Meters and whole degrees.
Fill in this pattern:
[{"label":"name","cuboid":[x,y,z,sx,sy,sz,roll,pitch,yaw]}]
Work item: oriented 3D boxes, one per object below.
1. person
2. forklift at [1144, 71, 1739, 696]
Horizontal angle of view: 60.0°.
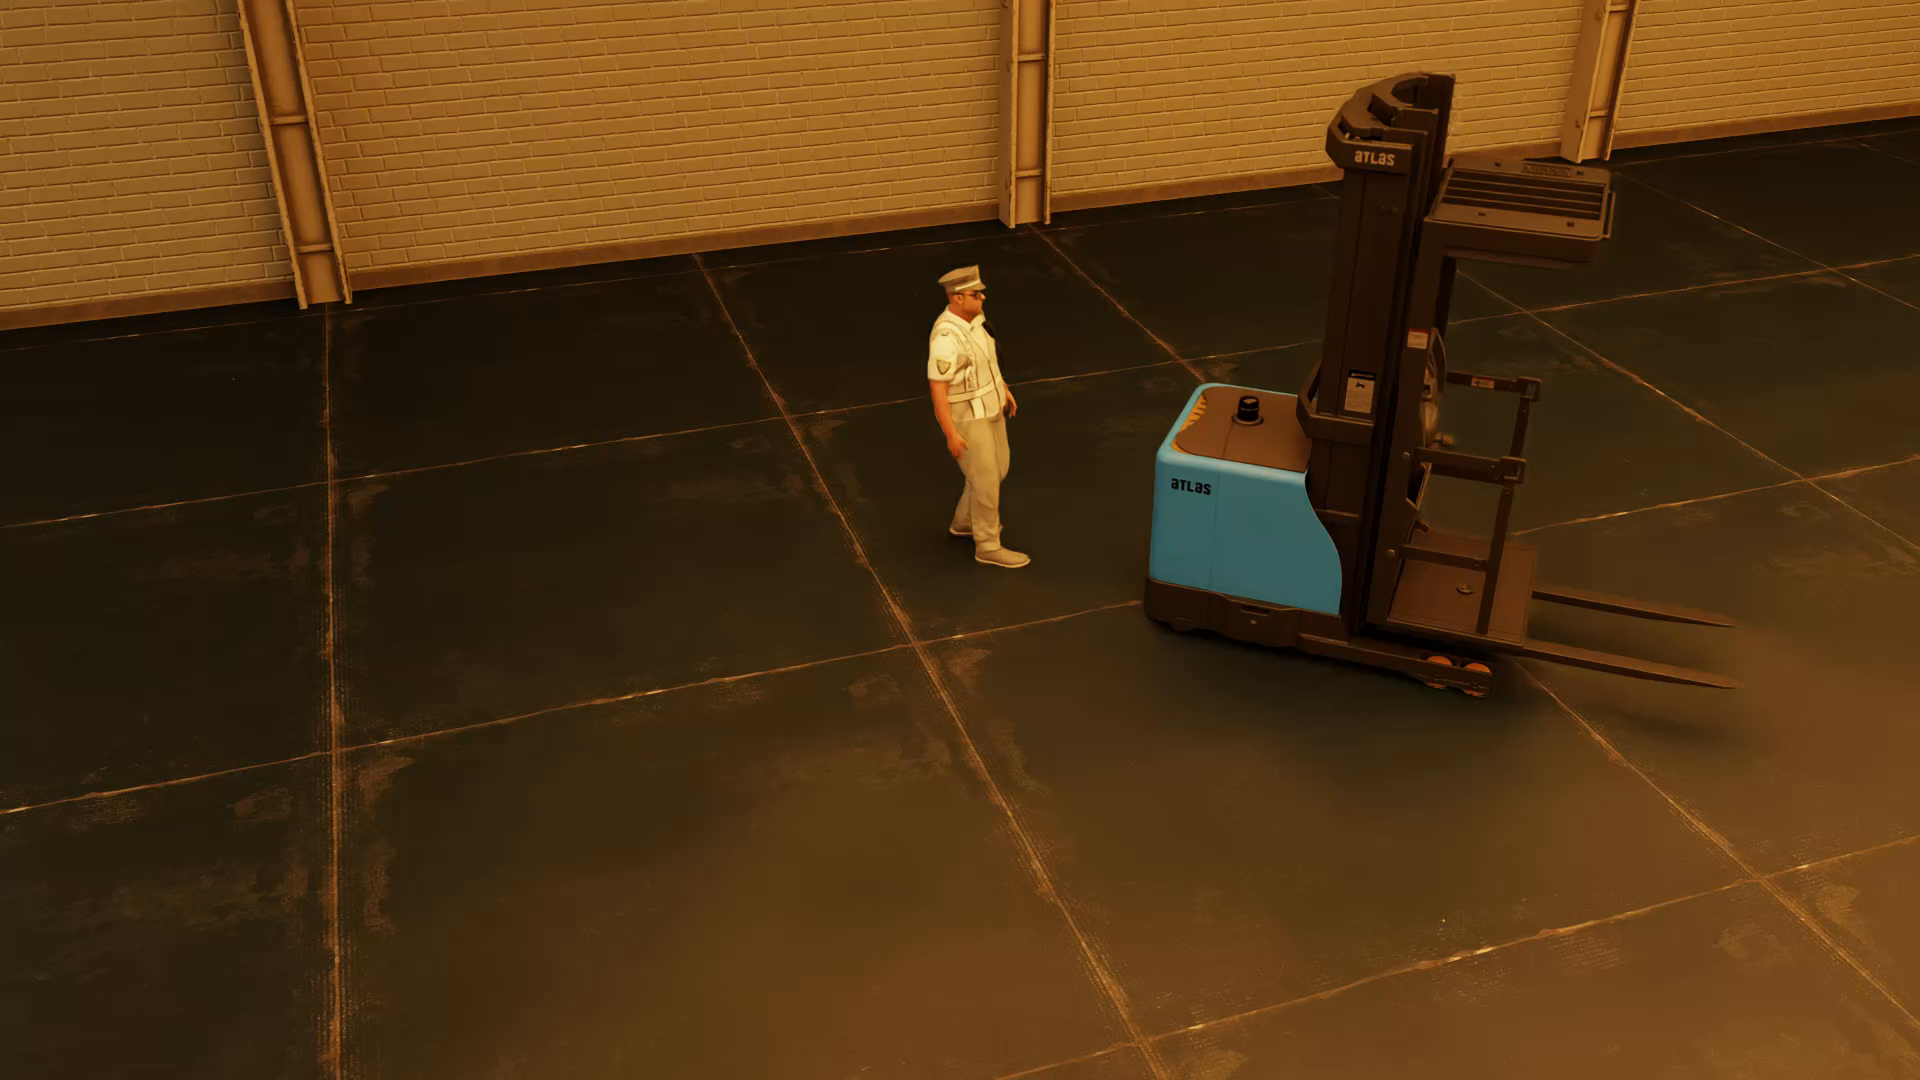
[{"label":"person","cuboid":[0.157,-0.709,9.530,0.651,1.756,0.686,13,33,22]},{"label":"forklift","cuboid":[2.587,-0.763,8.413,3.031,2.935,1.130,11,32,18]}]
